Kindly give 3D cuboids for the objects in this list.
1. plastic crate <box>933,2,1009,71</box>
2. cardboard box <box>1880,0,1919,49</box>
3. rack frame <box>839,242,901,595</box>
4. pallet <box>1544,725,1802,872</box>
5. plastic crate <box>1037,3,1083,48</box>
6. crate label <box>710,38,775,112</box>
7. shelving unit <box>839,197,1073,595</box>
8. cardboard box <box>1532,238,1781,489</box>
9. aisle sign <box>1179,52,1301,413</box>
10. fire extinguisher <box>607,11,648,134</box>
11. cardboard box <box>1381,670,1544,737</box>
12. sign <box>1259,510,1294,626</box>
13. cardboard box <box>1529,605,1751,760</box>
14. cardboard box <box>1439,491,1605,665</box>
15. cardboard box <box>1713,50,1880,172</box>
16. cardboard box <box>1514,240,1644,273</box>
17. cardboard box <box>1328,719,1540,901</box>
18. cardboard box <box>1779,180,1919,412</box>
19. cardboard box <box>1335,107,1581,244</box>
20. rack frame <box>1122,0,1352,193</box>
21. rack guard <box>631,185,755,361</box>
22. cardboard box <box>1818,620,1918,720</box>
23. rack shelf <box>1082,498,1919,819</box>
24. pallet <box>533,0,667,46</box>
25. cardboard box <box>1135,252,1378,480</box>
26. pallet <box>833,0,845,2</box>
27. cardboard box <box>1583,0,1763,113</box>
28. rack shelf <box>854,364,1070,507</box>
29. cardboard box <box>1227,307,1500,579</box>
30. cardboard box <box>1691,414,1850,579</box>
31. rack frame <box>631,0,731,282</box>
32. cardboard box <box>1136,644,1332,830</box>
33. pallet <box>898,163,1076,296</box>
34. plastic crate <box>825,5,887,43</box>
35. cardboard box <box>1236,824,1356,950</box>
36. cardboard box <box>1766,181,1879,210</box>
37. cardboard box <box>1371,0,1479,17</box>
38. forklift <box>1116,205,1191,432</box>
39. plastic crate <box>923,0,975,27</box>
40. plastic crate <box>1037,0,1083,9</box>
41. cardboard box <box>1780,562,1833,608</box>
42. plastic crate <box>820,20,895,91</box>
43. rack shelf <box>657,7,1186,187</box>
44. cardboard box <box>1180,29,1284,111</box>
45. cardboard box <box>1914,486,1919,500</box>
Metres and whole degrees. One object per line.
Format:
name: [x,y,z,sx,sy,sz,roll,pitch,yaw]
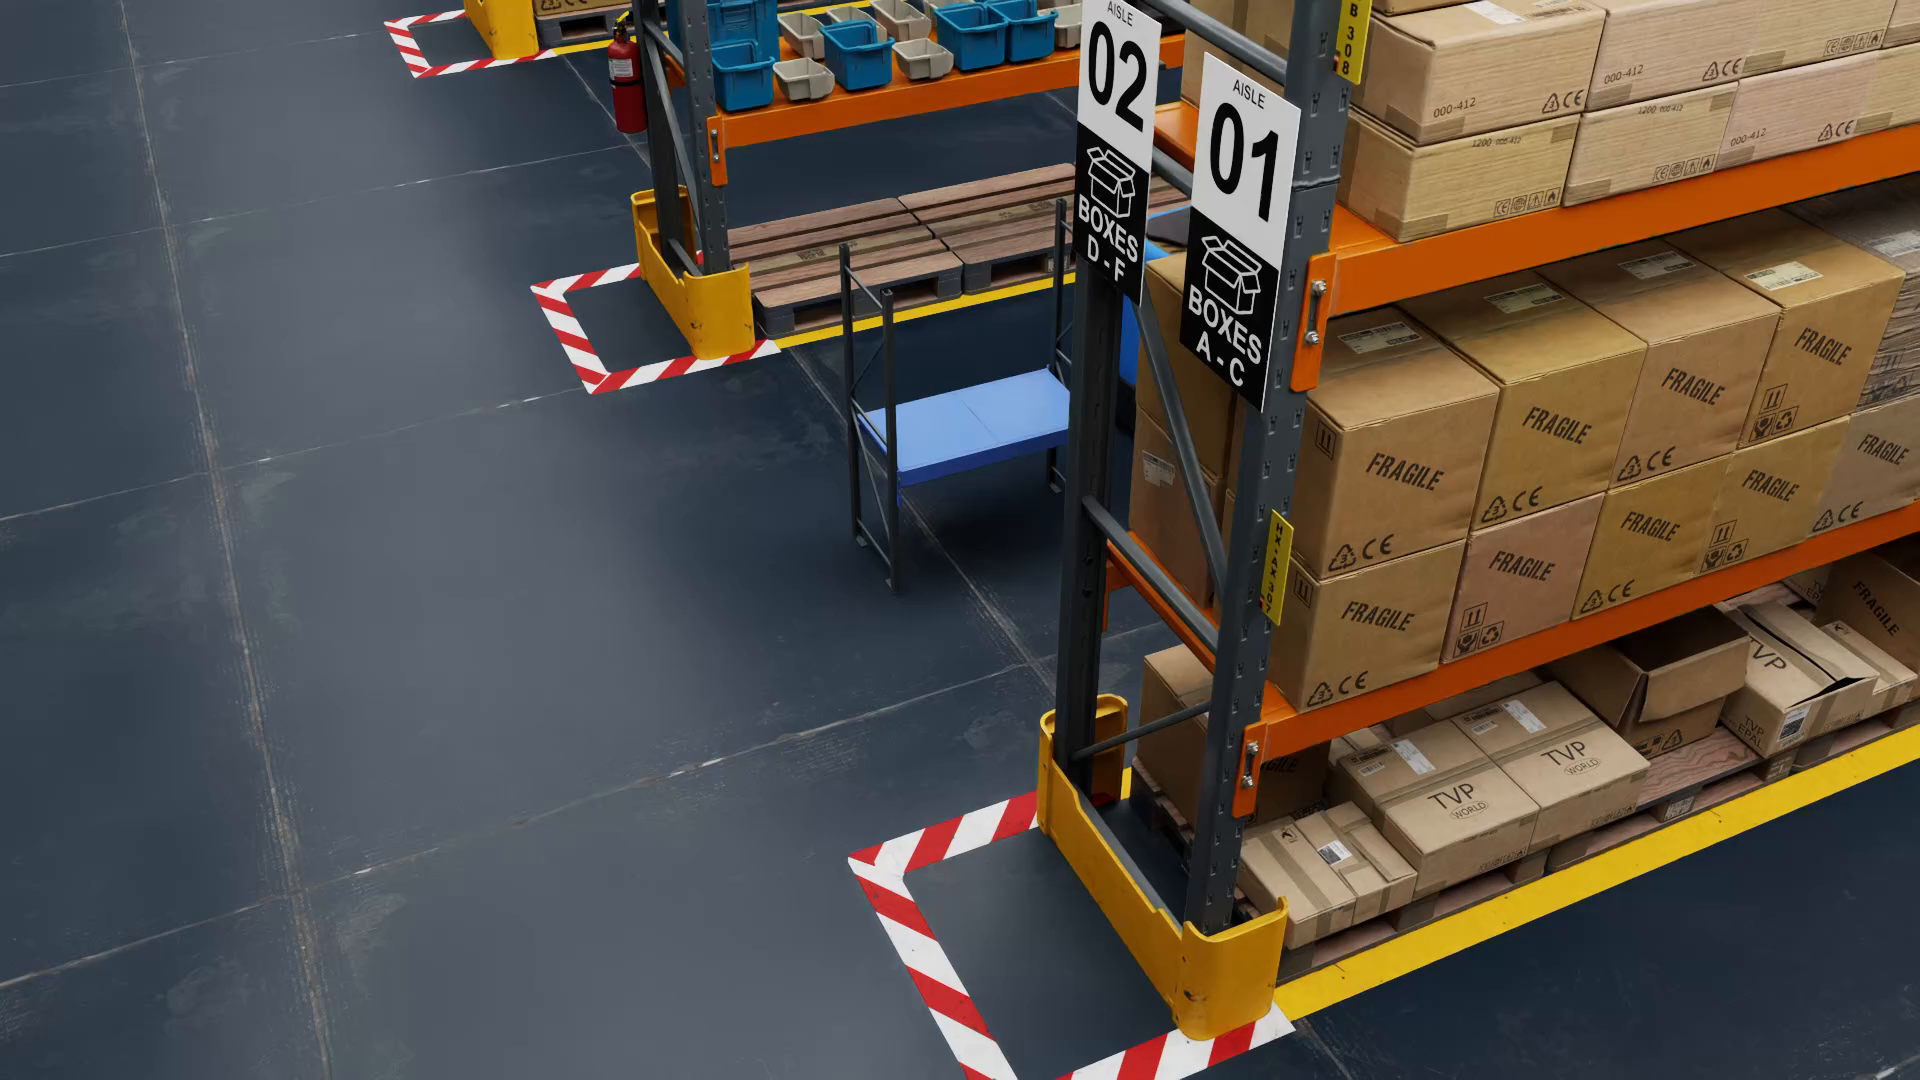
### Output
plastic crate: [0.058,-2.717,8.986,0.300,0.233,0.416,-16,39,-20]
cardboard box: [2.540,-1.582,4.554,0.500,0.250,0.500,-16,39,-20]
rack frame: [-0.383,-0.495,7.159,0.032,1.500,0.500,-16,39,-20]
pallet: [2.497,0.722,6.600,1.213,0.211,1.003,-16,39,-20]
plastic crate: [0.675,-2.870,9.273,0.466,0.136,0.293,-16,39,-20]
crate label: [-1.134,-2.384,8.536,0.303,0.233,0.416,-16,39,-20]
shelving unit: [0.077,-0.624,7.332,1.048,1.500,0.538,-16,39,-20]
cardboard box: [2.043,-0.542,5.040,0.500,0.500,0.500,-15,39,-19]
aisle sign: [0.667,-0.739,4.046,0.004,0.787,0.394,-16,39,-20]
fire extinguisher: [-1.827,-2.568,9.073,0.183,0.674,0.296,-16,39,-20]
cardboard box: [1.864,0.563,6.412,0.500,0.250,0.500,-16,39,-20]
sign: [0.835,0.075,4.404,0.005,0.325,0.100,-16,39,-20]
cardboard box: [2.526,0.422,6.390,0.637,0.503,0.797,-16,39,-20]
cardboard box: [1.583,-0.014,5.167,0.500,0.500,0.500,-16,39,-20]
cardboard box: [2.087,-1.255,4.531,0.500,0.250,0.500,-16,39,-20]
cardboard box: [1.814,-0.835,5.434,0.500,0.500,0.500,-15,39,-19]
cardboard box: [1.669,0.946,5.895,0.500,0.250,0.500,-16,39,-20]
cardboard box: [2.958,-0.798,5.385,0.500,0.500,0.500,-15,39,-20]
cardboard box: [1.177,-1.007,4.198,0.500,0.250,0.500,-16,39,-20]
rack frame: [0.604,-2.280,3.270,0.127,3.000,1.000,-16,39,-20]
rack guard: [-1.513,-1.525,9.387,0.348,0.500,1.175,-16,39,-20]
cardboard box: [3.516,0.510,6.568,0.250,0.149,0.380,-16,39,-20]
rack shelf: [2.415,-0.087,5.954,4.000,0.370,1.077,-16,39,-20]
pallet: [-2.911,-4.338,13.421,1.213,0.211,1.003,-16,39,-20]
cardboard box: [0.890,-0.573,5.081,0.500,0.500,0.500,-16,39,-20]
pallet: [-0.702,-4.955,14.254,1.213,0.211,1.003,-16,39,-20]
cardboard box: [1.635,-1.328,4.211,0.500,0.250,0.500,-16,39,-20]
rack shelf: [0.077,-0.480,7.439,1.000,0.185,0.538,-16,39,-20]
cardboard box: [1.118,-0.282,4.689,0.500,0.500,0.500,-14,39,-19]
cardboard box: [2.491,-0.265,5.505,0.500,0.500,0.500,-15,39,-19]
rack frame: [-1.497,-2.542,8.660,0.127,3.000,1.000,-16,39,-20]
cardboard box: [0.992,0.687,6.035,0.500,0.500,0.500,-16,39,-20]
pallet: [0.369,-1.917,10.157,1.213,0.211,1.003,-16,39,-20]
plastic crate: [-0.567,-2.830,9.219,0.243,0.136,0.396,-16,39,-20]
cardboard box: [1.129,1.178,5.668,0.250,0.149,0.380,-16,39,-20]
cardboard box: [2.747,-1.096,5.787,0.500,0.500,0.500,-17,40,-21]
cardboard box: [1.062,-1.655,4.023,0.500,0.500,0.700,-16,39,-20]
forklift: [2.258,-2.045,8.047,3.031,2.935,1.130,-20,41,-25]
plastic crate: [-0.066,-2.999,9.446,0.250,0.136,0.298,-16,39,-20]
plastic crate: [0.663,-3.244,9.655,0.530,0.282,0.437,-16,39,-20]
cardboard box: [3.753,0.010,7.106,0.500,0.311,0.500,-16,39,-20]
plastic crate: [-0.538,-2.551,8.761,0.300,0.233,0.416,-16,39,-20]
rack shelf: [0.313,-2.760,9.556,4.000,0.370,1.077,-16,39,-20]
cardboard box: [0.957,-1.287,4.575,0.500,0.250,0.500,-16,39,-20]
cardboard box: [3.415,-0.527,5.858,0.500,0.500,0.500,-15,39,-19]
